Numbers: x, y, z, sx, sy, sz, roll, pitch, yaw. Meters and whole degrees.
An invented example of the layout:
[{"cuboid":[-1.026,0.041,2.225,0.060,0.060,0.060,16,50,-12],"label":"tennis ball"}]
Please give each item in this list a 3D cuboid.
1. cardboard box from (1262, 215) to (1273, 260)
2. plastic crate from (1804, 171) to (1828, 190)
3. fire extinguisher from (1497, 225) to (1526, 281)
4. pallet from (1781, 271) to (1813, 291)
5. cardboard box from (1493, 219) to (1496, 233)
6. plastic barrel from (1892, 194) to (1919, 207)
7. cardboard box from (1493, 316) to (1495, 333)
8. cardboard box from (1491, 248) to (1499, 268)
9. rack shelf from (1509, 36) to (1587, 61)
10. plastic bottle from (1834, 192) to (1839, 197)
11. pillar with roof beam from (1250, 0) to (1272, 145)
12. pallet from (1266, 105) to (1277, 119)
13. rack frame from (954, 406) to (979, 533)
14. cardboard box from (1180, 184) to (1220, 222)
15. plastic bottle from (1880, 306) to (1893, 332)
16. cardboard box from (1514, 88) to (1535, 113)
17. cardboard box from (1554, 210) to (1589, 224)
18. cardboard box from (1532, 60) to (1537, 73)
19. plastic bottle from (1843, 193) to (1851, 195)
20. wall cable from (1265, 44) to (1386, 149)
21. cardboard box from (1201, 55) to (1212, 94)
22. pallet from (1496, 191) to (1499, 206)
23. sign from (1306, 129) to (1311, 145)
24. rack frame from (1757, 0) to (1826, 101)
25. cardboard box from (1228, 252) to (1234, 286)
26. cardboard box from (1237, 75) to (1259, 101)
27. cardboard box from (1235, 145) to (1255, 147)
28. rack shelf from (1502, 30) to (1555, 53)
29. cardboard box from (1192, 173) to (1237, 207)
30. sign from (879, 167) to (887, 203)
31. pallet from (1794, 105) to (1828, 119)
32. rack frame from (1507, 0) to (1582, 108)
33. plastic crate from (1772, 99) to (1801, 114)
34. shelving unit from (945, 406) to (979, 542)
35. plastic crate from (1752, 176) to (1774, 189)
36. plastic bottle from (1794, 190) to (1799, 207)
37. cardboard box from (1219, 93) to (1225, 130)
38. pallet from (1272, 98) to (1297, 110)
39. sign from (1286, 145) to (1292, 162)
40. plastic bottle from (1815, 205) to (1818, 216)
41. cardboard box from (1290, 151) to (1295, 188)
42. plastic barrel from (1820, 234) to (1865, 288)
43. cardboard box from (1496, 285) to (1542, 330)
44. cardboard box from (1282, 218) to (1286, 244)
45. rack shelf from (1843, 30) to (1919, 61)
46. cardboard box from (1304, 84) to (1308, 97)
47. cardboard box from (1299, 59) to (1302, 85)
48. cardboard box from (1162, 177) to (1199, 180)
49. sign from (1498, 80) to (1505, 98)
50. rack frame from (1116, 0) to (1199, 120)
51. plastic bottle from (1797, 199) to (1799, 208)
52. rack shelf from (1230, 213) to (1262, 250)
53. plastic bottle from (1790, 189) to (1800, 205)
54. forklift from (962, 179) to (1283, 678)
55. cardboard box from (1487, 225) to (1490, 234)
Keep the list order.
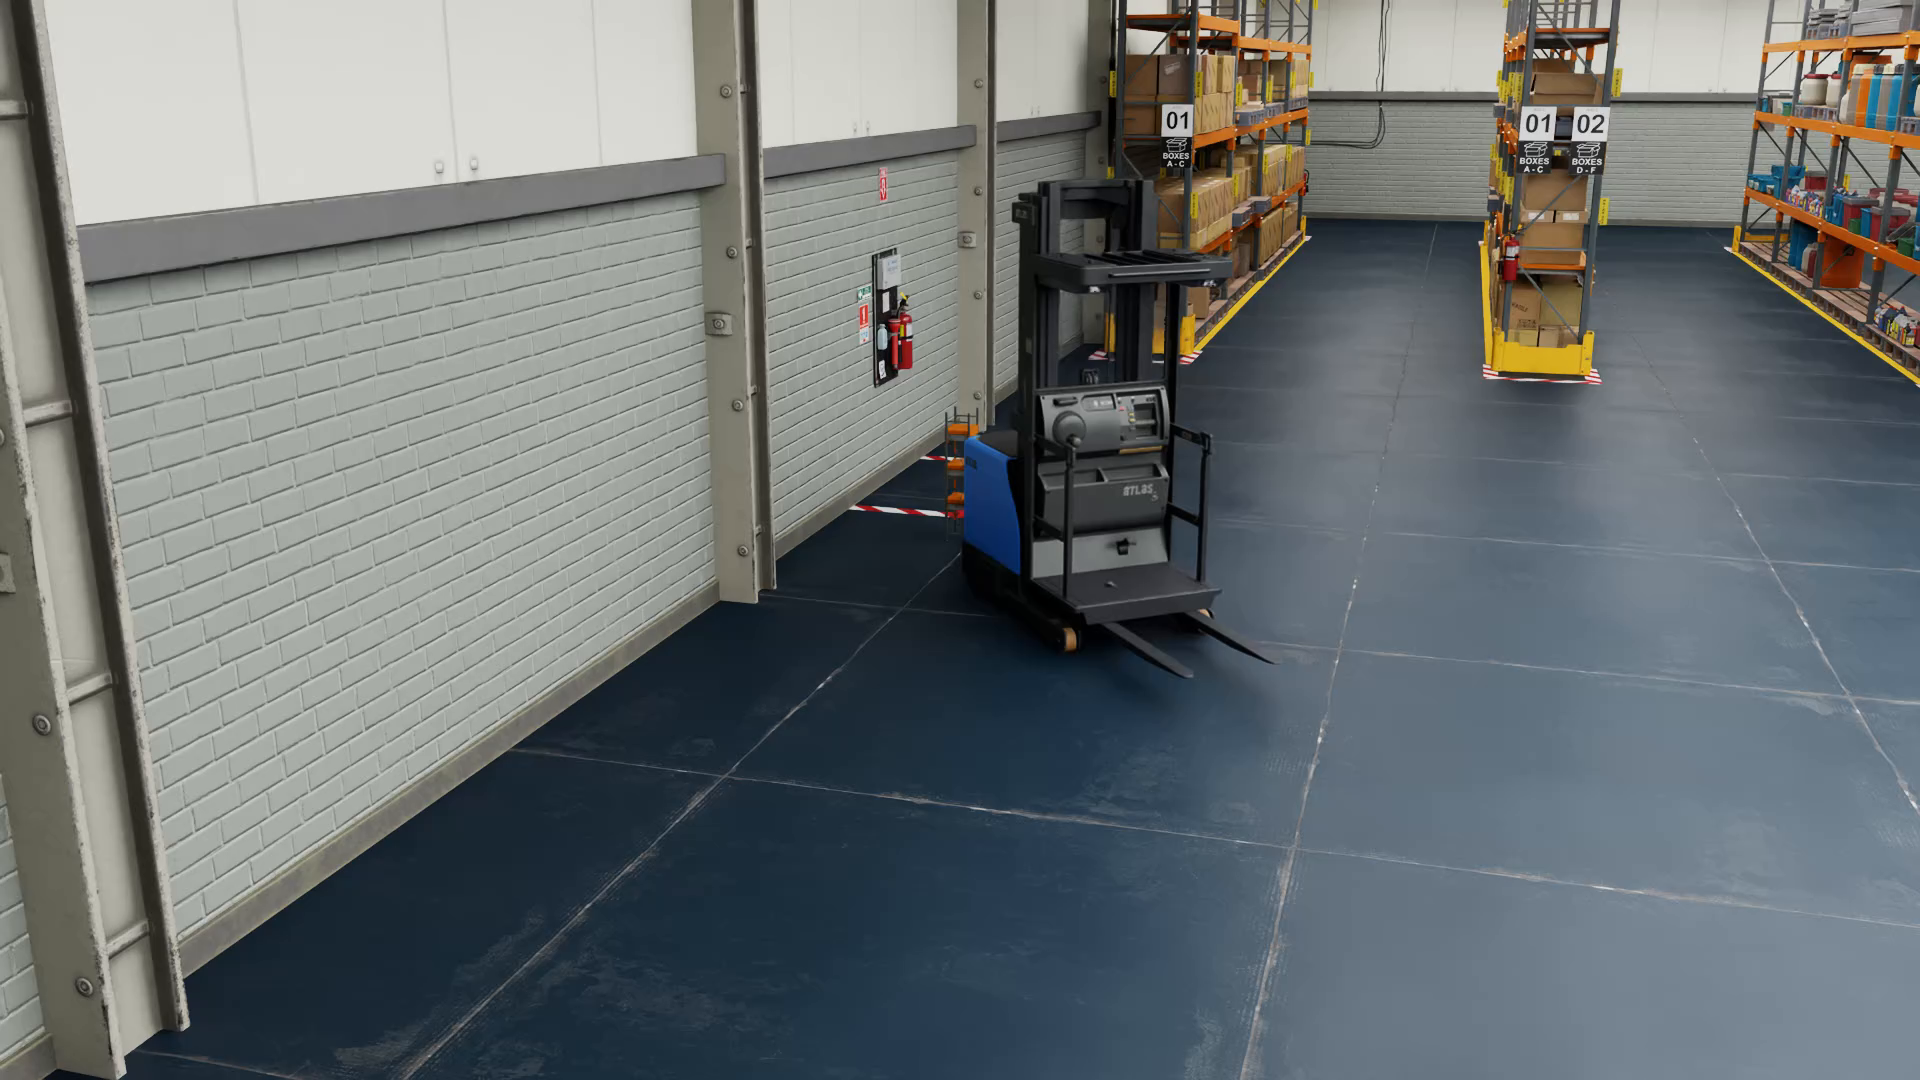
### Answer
[{"cuboid":[5.366,-5.619,30.812,0.750,0.750,0.750,5,16,16],"label":"cardboard box"},{"cuboid":[15.905,-6.592,30.846,0.402,0.464,0.583,5,16,16],"label":"plastic crate"},{"cuboid":[6.774,-3.532,20.426,0.296,0.674,0.183,5,16,16],"label":"fire extinguisher"},{"cuboid":[14.807,-4.458,28.660,1.003,0.211,1.213,5,16,16],"label":"pallet"},{"cuboid":[10.008,-5.704,30.343,0.500,0.250,0.500,5,16,16],"label":"cardboard box"},{"cuboid":[13.951,-4.829,24.609,0.433,0.535,0.433,0,16,0],"label":"plastic barrel"},{"cuboid":[7.393,-2.869,22.217,0.500,0.250,0.500,5,16,16],"label":"cardboard box"},{"cuboid":[9.096,-4.692,27.615,0.500,0.311,0.500,5,17,18],"label":"cardboard box"},{"cuboid":[8.958,-7.481,25.266,1.077,0.370,4.000,5,16,16],"label":"rack shelf"},{"cuboid":[15.237,-5.906,28.889,0.097,0.271,0.097,0,16,0],"label":"plastic bottle"},{"cuboid":[11.115,-11.459,37.238,9.100,9.000,0.400,5,16,16],"label":"pillar with roof beam"},{"cuboid":[4.908,-7.565,29.352,1.213,0.211,1.003,5,17,18],"label":"pallet"},{"cuboid":[0.050,-0.551,13.348,0.200,1.050,0.008,5,16,16],"label":"rack frame"},{"cuboid":[3.364,-4.746,23.429,0.500,0.500,0.500,5,17,18],"label":"cardboard box"},{"cuboid":[12.510,-2.984,22.400,0.144,0.351,0.185,5,17,17],"label":"plastic bottle"},{"cuboid":[7.485,-5.701,21.571,0.500,0.311,0.500,7,17,22],"label":"cardboard box"},{"cuboid":[7.571,-4.010,20.598,0.380,0.149,0.250,5,16,15],"label":"cardboard box"},{"cuboid":[8.742,-6.853,24.628,0.500,0.500,0.500,6,17,21],"label":"cardboard box"},{"cuboid":[15.324,-5.868,28.747,0.152,0.276,0.135,5,16,16],"label":"plastic bottle"},{"cuboid":[8.999,-10.977,41.231,3.097,2.526,0.112,5,16,16],"label":"wall cable"},{"cuboid":[3.036,-6.138,21.924,0.500,0.500,0.500,4,16,15],"label":"cardboard box"},{"cuboid":[10.075,-6.074,29.598,1.003,0.211,1.213,5,16,16],"label":"pallet"},{"cuboid":[7.566,-8.758,36.155,0.100,0.325,0.005,5,16,16],"label":"sign"},{"cuboid":[16.548,-10.251,32.979,1.000,3.000,0.127,5,16,16],"label":"rack frame"},{"cuboid":[4.115,-4.466,27.352,0.700,0.500,0.500,5,17,17],"label":"cardboard box"},{"cuboid":[4.856,-7.872,29.099,0.700,0.500,0.500,3,16,12],"label":"cardboard box"},{"cuboid":[5.390,-7.411,31.820,0.500,0.250,0.500,5,17,17],"label":"cardboard box"},{"cuboid":[11.231,-9.765,32.591,1.077,0.370,4.000,5,16,16],"label":"rack shelf"},{"cuboid":[3.982,-5.530,26.338,0.700,0.500,0.500,6,17,22],"label":"cardboard box"},{"cuboid":[-0.670,-3.105,14.531,0.001,0.298,0.199,5,16,16],"label":"sign"},{"cuboid":[15.282,-7.458,28.975,1.213,0.211,1.003,5,16,16],"label":"pallet"},{"cuboid":[9.526,-8.543,26.958,1.000,3.000,0.127,5,16,16],"label":"rack frame"},{"cuboid":[15.622,-8.195,31.445,0.437,0.282,0.530,5,16,16],"label":"plastic crate"},{"cuboid":[0.015,-0.519,13.235,0.215,1.050,0.252,5,16,16],"label":"shelving unit"},{"cuboid":[15.975,-7.102,33.068,0.416,0.233,0.300,5,16,16],"label":"plastic crate"},{"cuboid":[14.646,-5.967,29.083,0.061,0.283,0.133,5,16,16],"label":"plastic bottle"},{"cuboid":[3.456,-6.064,23.494,0.500,0.500,0.500,4,16,14],"label":"cardboard box"},{"cuboid":[6.155,-8.700,33.171,1.003,0.211,1.213,5,16,16],"label":"pallet"},{"cuboid":[6.436,-7.566,32.530,0.100,0.325,0.005,5,16,16],"label":"sign"},{"cuboid":[14.124,-5.430,27.340,0.097,0.201,0.097,0,16,0],"label":"plastic bottle"},{"cuboid":[6.295,-7.562,33.944,0.980,0.700,0.700,4,16,14],"label":"cardboard box"},{"cuboid":[14.397,-4.559,27.113,0.600,0.830,0.708,5,16,16],"label":"plastic barrel"},{"cuboid":[7.120,-2.967,21.189,0.500,0.500,0.500,5,16,16],"label":"cardboard box"},{"cuboid":[6.223,-6.274,33.762,0.700,0.500,0.500,5,17,17],"label":"cardboard box"},{"cuboid":[13.706,-7.096,23.908,1.077,0.370,4.000,5,16,16],"label":"rack shelf"},{"cuboid":[7.096,-9.542,35.299,0.500,0.250,0.500,5,17,18],"label":"cardboard box"},{"cuboid":[6.659,-9.498,33.769,0.500,0.500,0.500,5,17,16],"label":"cardboard box"},{"cuboid":[3.305,-5.185,24.977,0.500,0.500,0.500,4,16,15],"label":"cardboard box"},{"cuboid":[10.141,-8.435,31.127,0.100,0.325,0.005,5,16,16],"label":"sign"},{"cuboid":[2.502,-6.833,20.930,1.000,3.000,0.127,5,16,16],"label":"rack frame"},{"cuboid":[14.592,-5.861,28.859,0.097,0.201,0.097,0,16,0],"label":"plastic bottle"},{"cuboid":[4.208,-5.171,27.381,1.077,0.370,4.000,5,16,16],"label":"rack shelf"},{"cuboid":[14.810,-6.071,29.465,0.152,0.276,0.135,5,16,16],"label":"plastic bottle"},{"cuboid":[1.044,-0.811,10.817,1.130,2.935,3.031,-6,17,-22],"label":"forklift"},{"cuboid":[11.231,-6.388,34.586,0.500,0.250,0.500,5,16,16],"label":"cardboard box"}]
